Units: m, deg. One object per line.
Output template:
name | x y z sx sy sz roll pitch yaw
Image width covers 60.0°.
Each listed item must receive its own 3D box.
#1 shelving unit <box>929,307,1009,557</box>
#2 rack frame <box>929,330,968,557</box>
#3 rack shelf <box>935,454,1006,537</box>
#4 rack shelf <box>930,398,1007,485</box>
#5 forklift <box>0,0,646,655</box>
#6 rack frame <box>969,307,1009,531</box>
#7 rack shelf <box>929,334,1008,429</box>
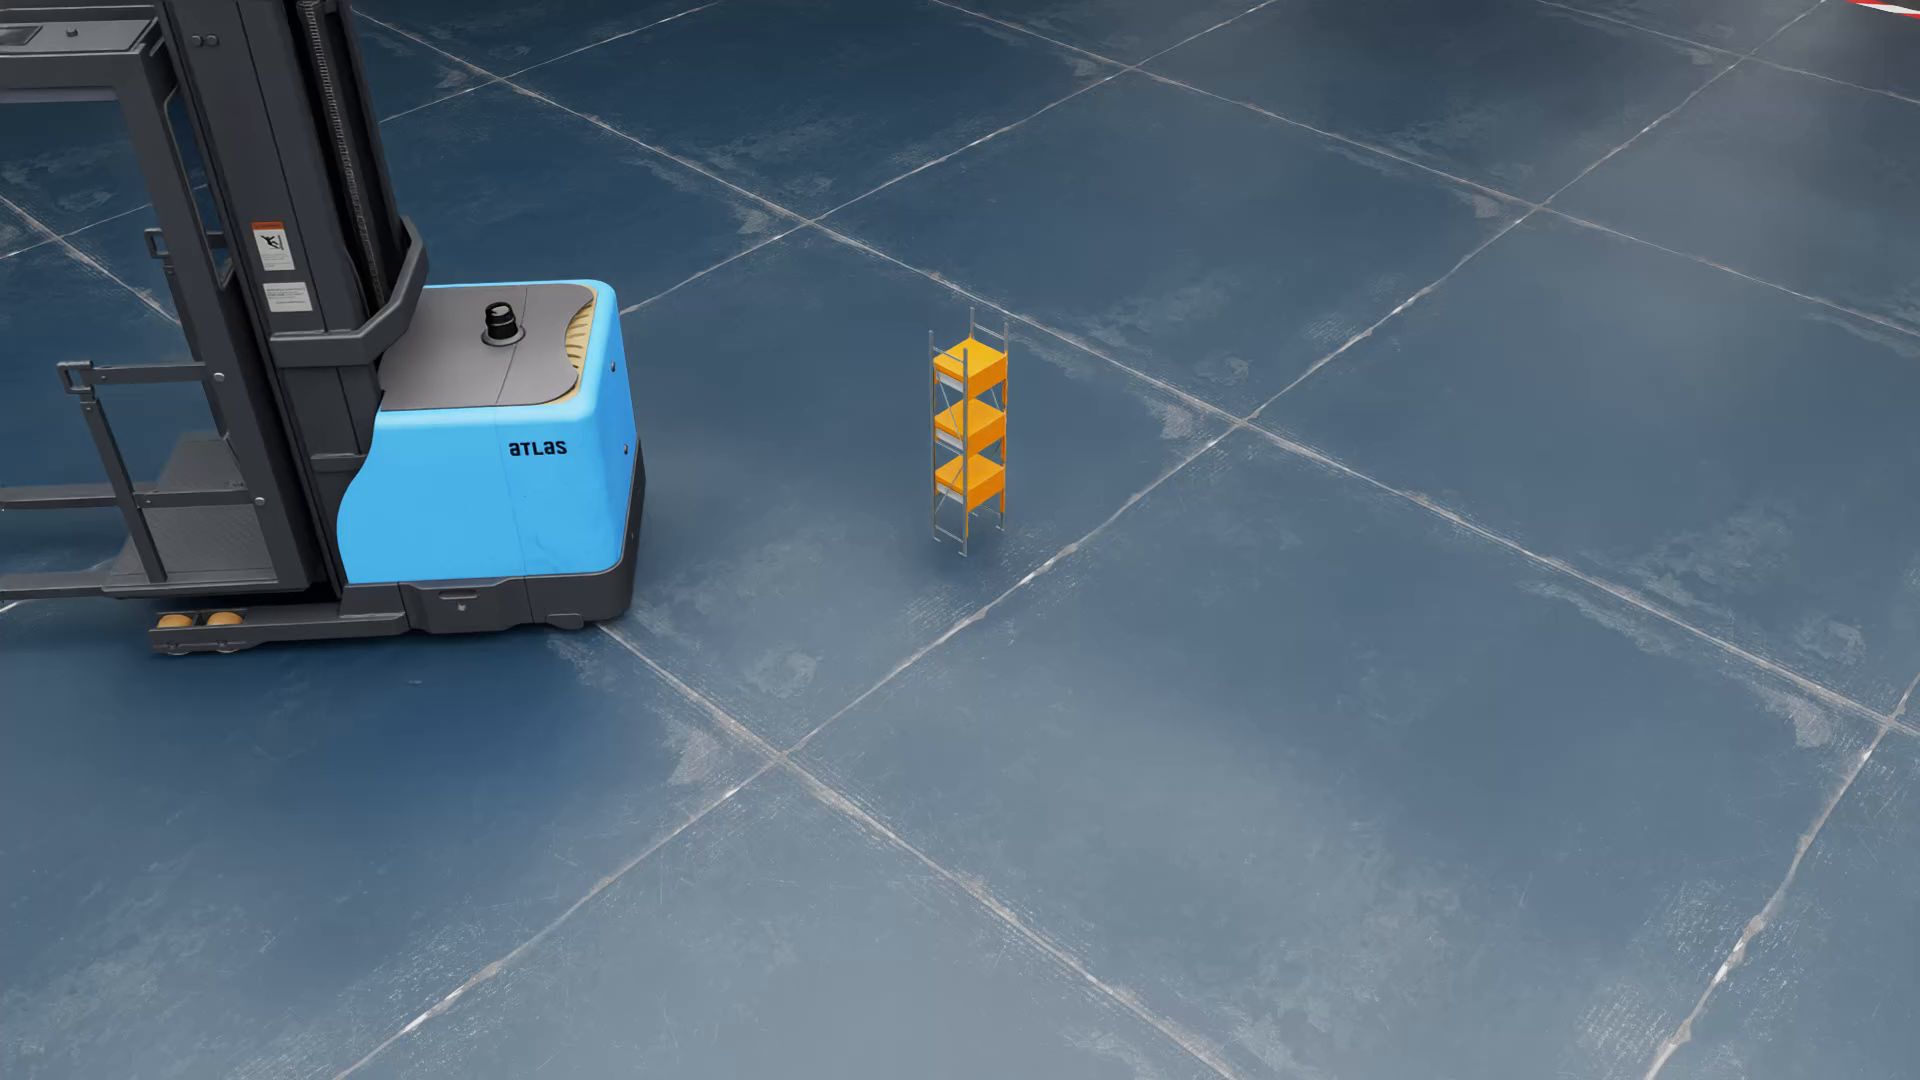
shelving unit | 0.036 -0.436 6.954 0.215 1.050 0.252 30 47 32
rack frame | -0.046 -0.379 6.884 0.200 1.050 0.008 30 47 32
rack shelf | 0.036 -0.210 7.134 0.215 0.259 0.240 30 47 32
rack shelf | 0.036 -0.427 6.961 0.215 0.259 0.240 30 47 32
forklift | -2.891 -1.029 6.189 3.031 2.935 1.130 -3 39 -3
rack frame | 0.118 -0.492 7.025 0.200 1.050 0.008 30 47 32
rack shelf | 0.036 -0.649 6.784 0.215 0.259 0.240 30 47 32
